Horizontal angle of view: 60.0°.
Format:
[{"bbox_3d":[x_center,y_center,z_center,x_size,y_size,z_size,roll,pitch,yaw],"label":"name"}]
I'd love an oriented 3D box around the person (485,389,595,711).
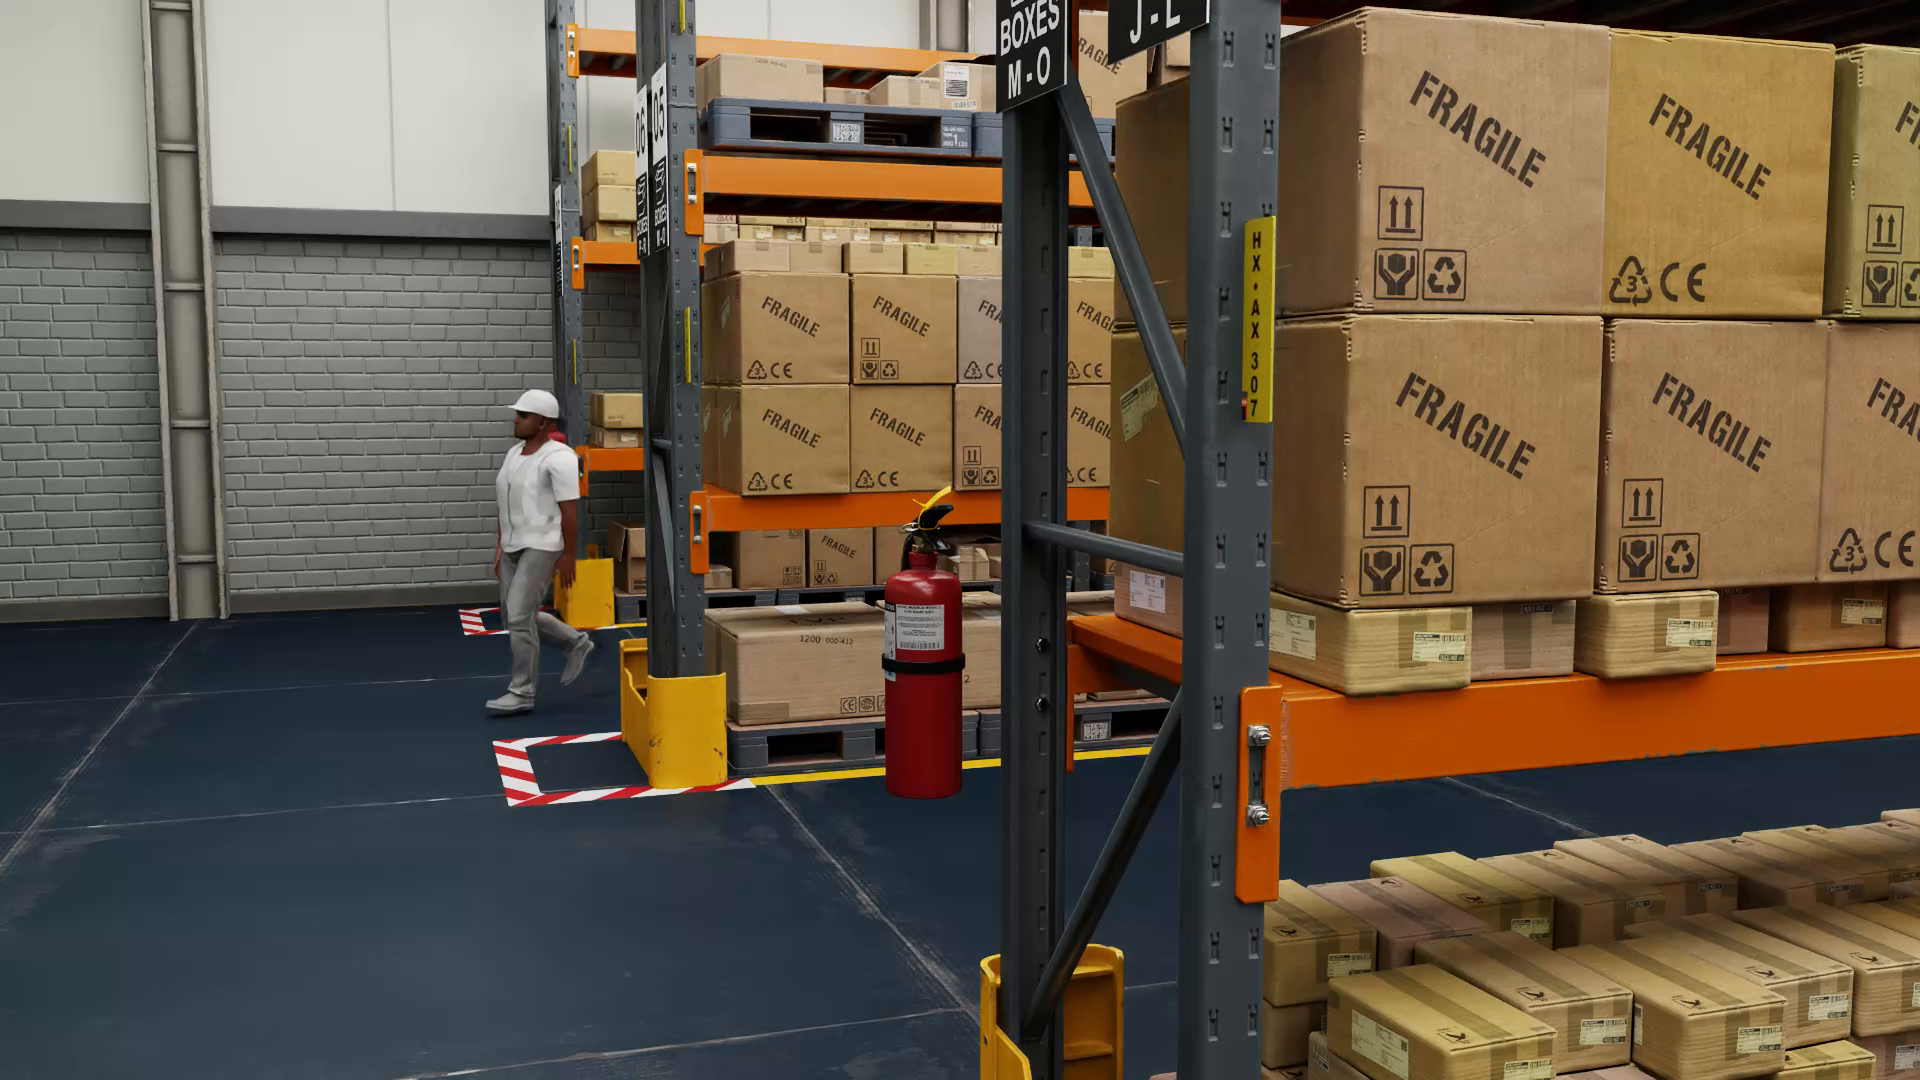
[{"bbox_3d":[-2.320,0.046,9.172,0.576,1.747,0.799,5,8,42],"label":"person"}]
